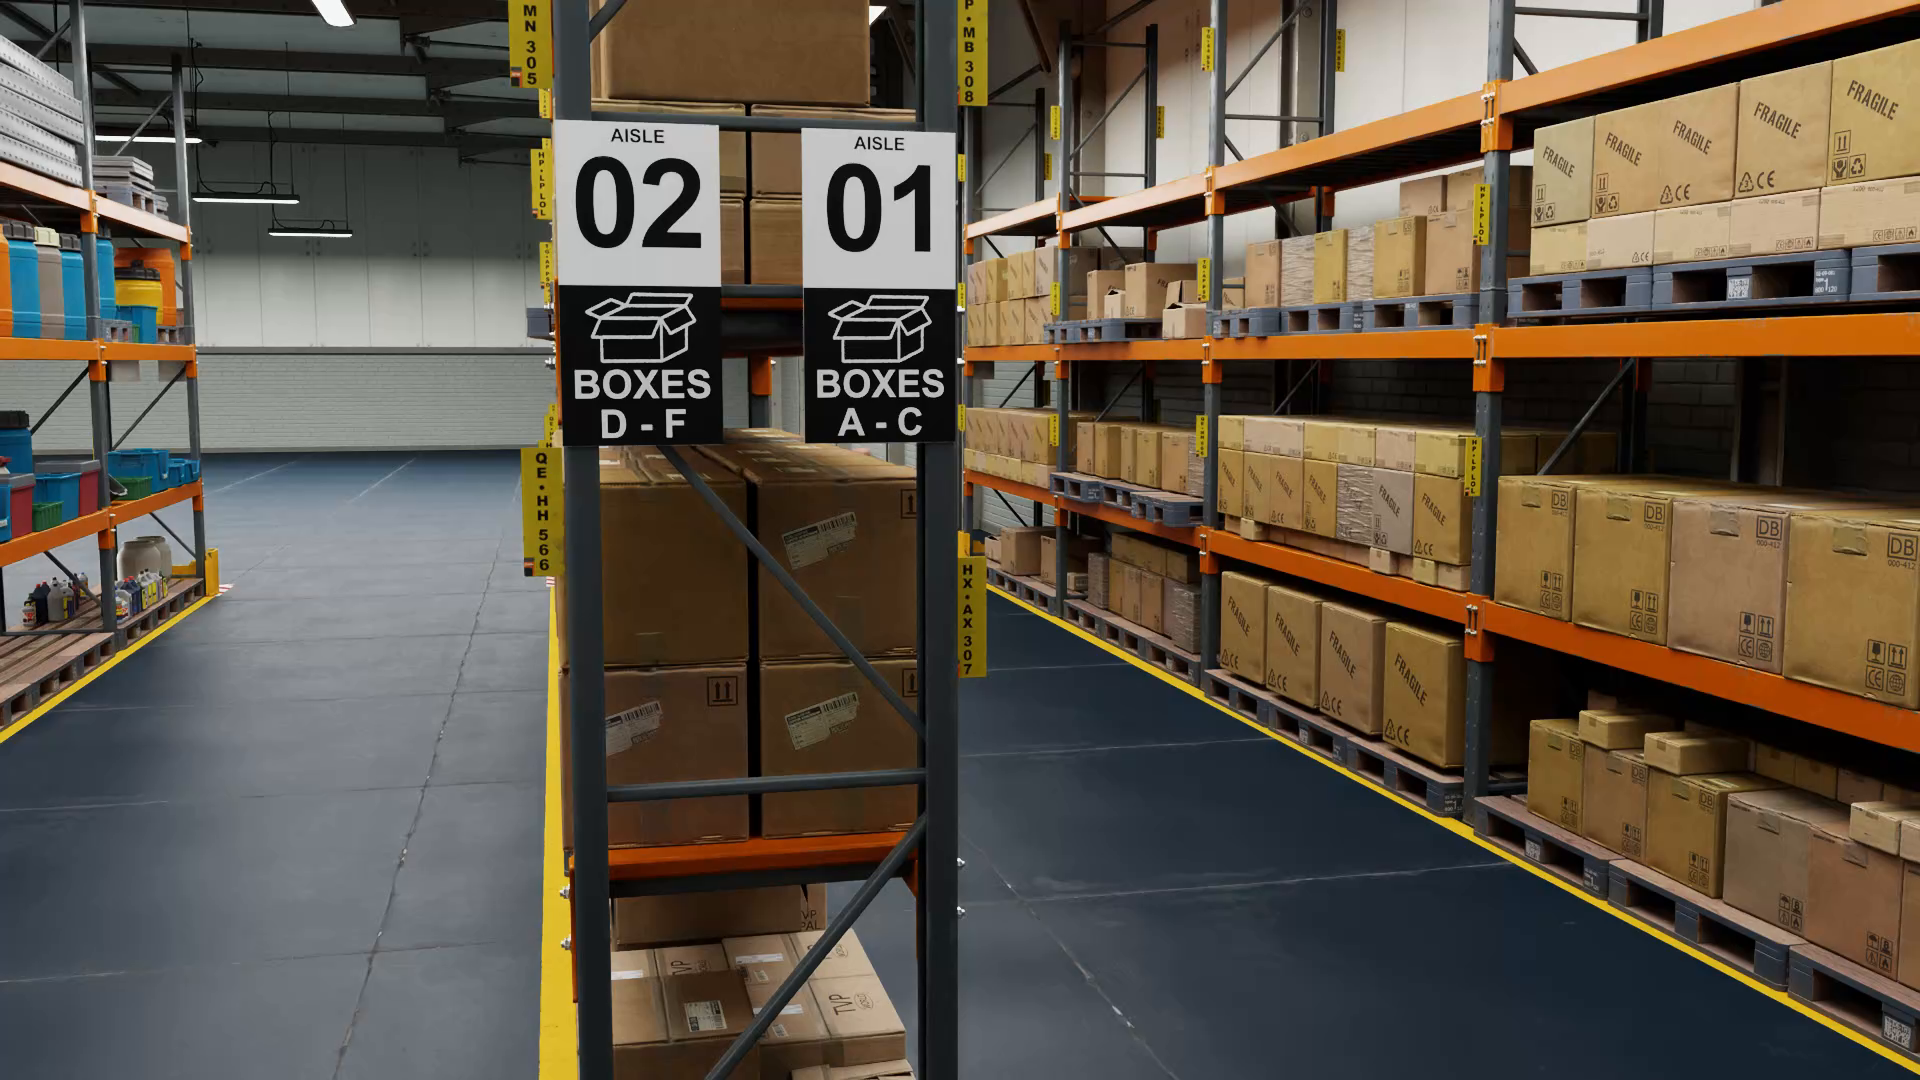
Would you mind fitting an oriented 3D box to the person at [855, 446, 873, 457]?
[{"bbox_3d":[-1.069,-0.120,17.620,0.381,1.748,0.561,-1,6,-14],"label":"person"}]
